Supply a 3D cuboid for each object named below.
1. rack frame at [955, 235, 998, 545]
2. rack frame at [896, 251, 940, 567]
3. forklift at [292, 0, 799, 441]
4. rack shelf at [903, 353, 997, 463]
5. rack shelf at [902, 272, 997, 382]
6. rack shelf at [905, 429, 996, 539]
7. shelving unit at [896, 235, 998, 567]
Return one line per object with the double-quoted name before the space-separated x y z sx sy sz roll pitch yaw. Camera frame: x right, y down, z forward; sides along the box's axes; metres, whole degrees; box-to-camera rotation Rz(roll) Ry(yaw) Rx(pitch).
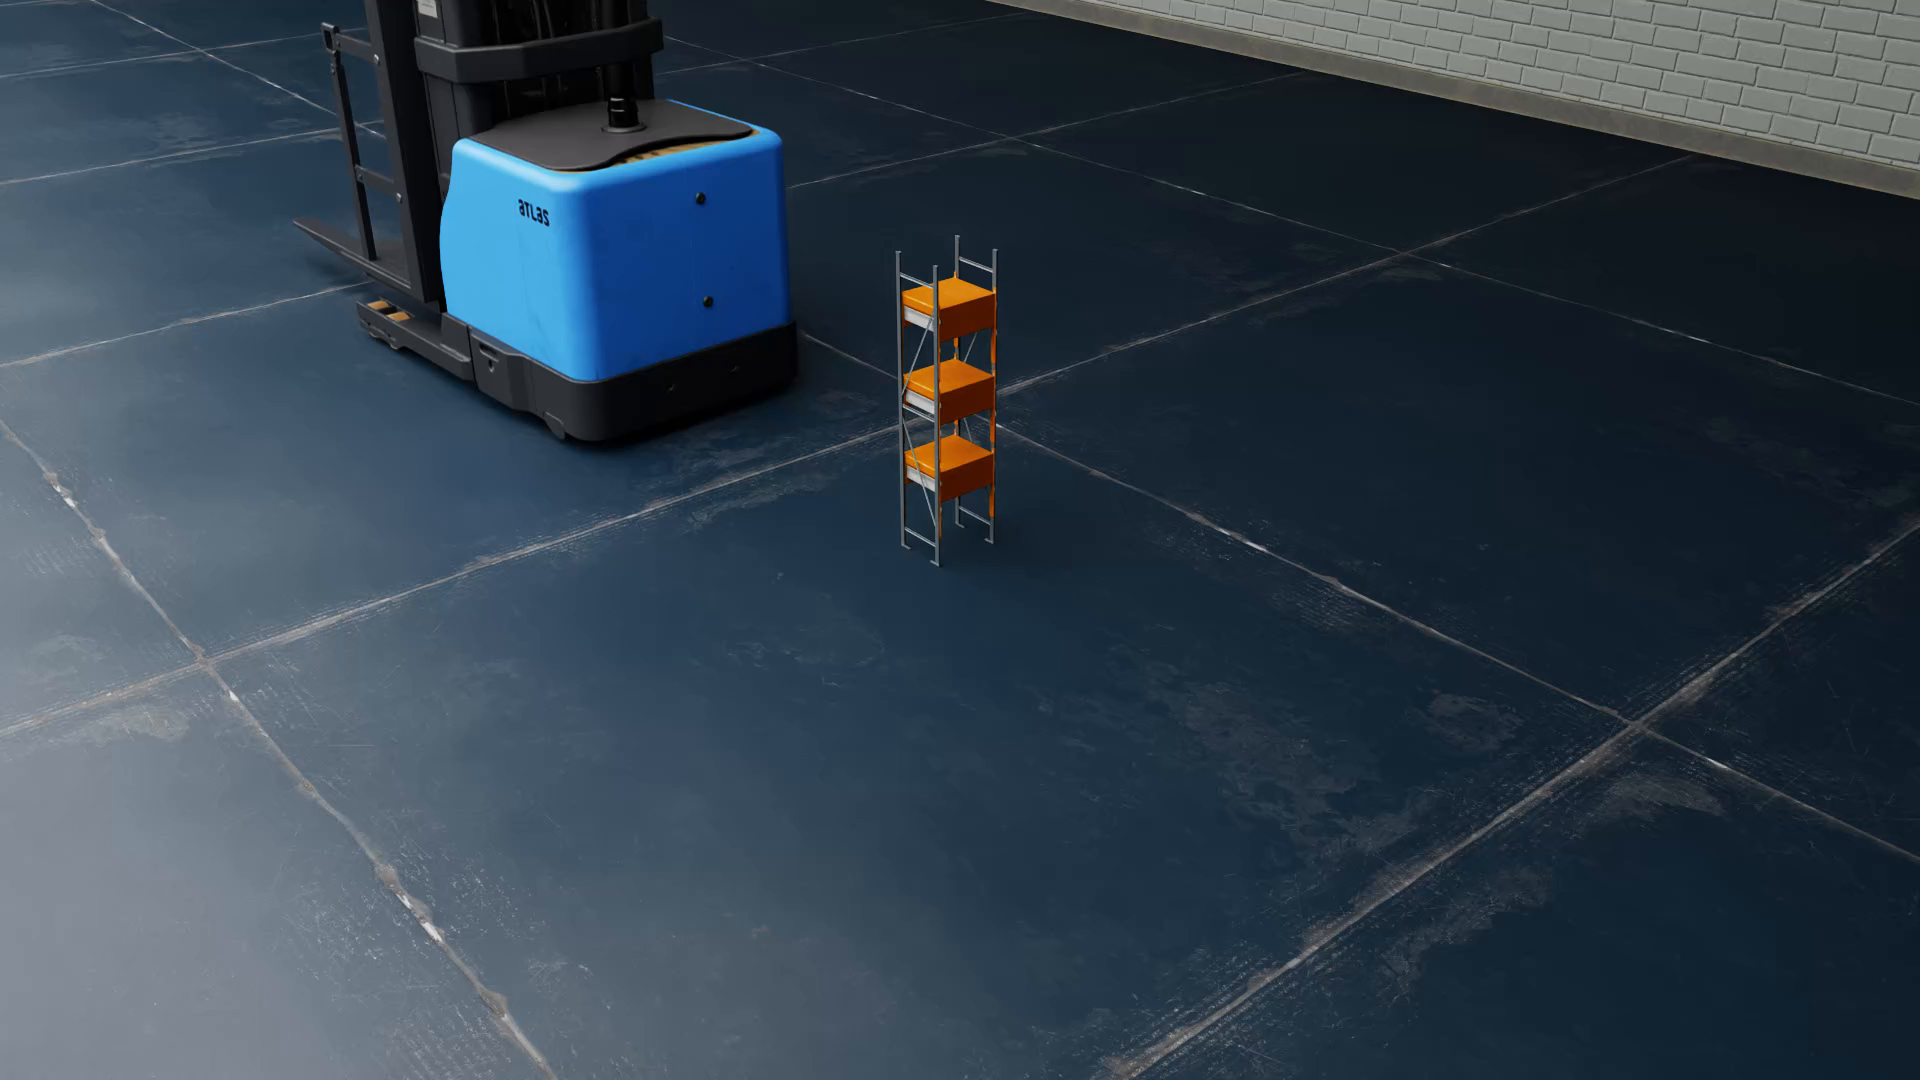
"rack frame" 0.052 -0.484 5.542 0.008 1.050 0.200 -22 35 -35
"rack frame" -0.134 -0.409 5.402 0.008 1.050 0.200 -22 35 -35
"forklift" -2.041 -2.273 6.893 1.130 2.935 3.031 -24 36 -37
"rack shelf" -0.041 -0.437 5.477 0.240 0.259 0.215 -22 35 -35
"rack shelf" -0.041 -0.688 5.343 0.240 0.259 0.215 -22 35 -35
"rack shelf" -0.041 -0.192 5.608 0.240 0.259 0.215 -22 35 -35
"shelving unit" -0.041 -0.447 5.472 0.252 1.050 0.215 -22 35 -35
